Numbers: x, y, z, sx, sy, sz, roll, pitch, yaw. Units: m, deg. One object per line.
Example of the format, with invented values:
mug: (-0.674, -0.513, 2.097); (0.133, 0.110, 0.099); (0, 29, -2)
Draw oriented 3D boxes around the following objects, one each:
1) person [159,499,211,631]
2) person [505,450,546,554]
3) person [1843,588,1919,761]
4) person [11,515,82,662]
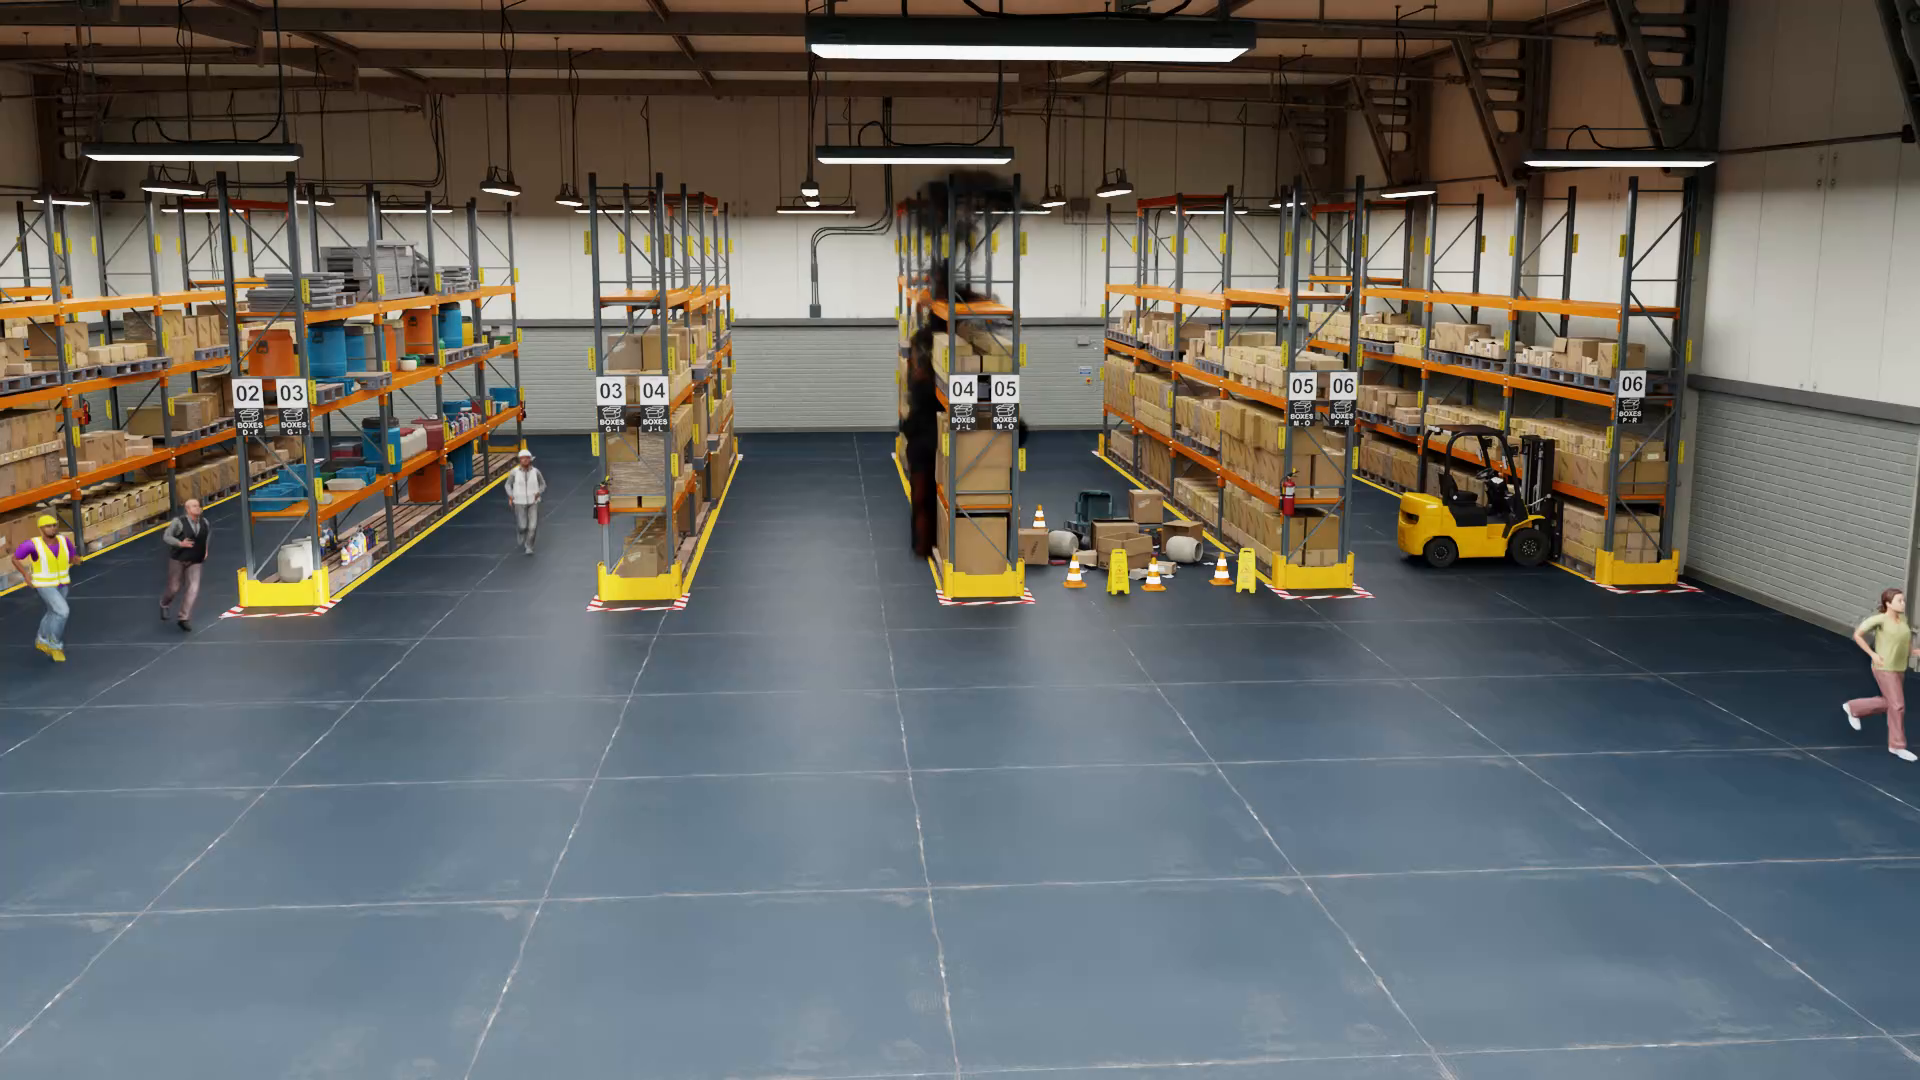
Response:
person: (-10.274, 0.294, 22.188); (0.684, 1.696, 0.924); (-9, 13, -41)
person: (-7.109, -0.622, 27.289); (0.658, 1.726, 0.582); (-3, 11, -19)
person: (9.247, 1.298, 16.639); (0.579, 1.669, 0.879); (-5, 11, -24)
person: (-11.108, 0.591, 20.392); (0.755, 1.829, 0.660); (4, 11, 23)
